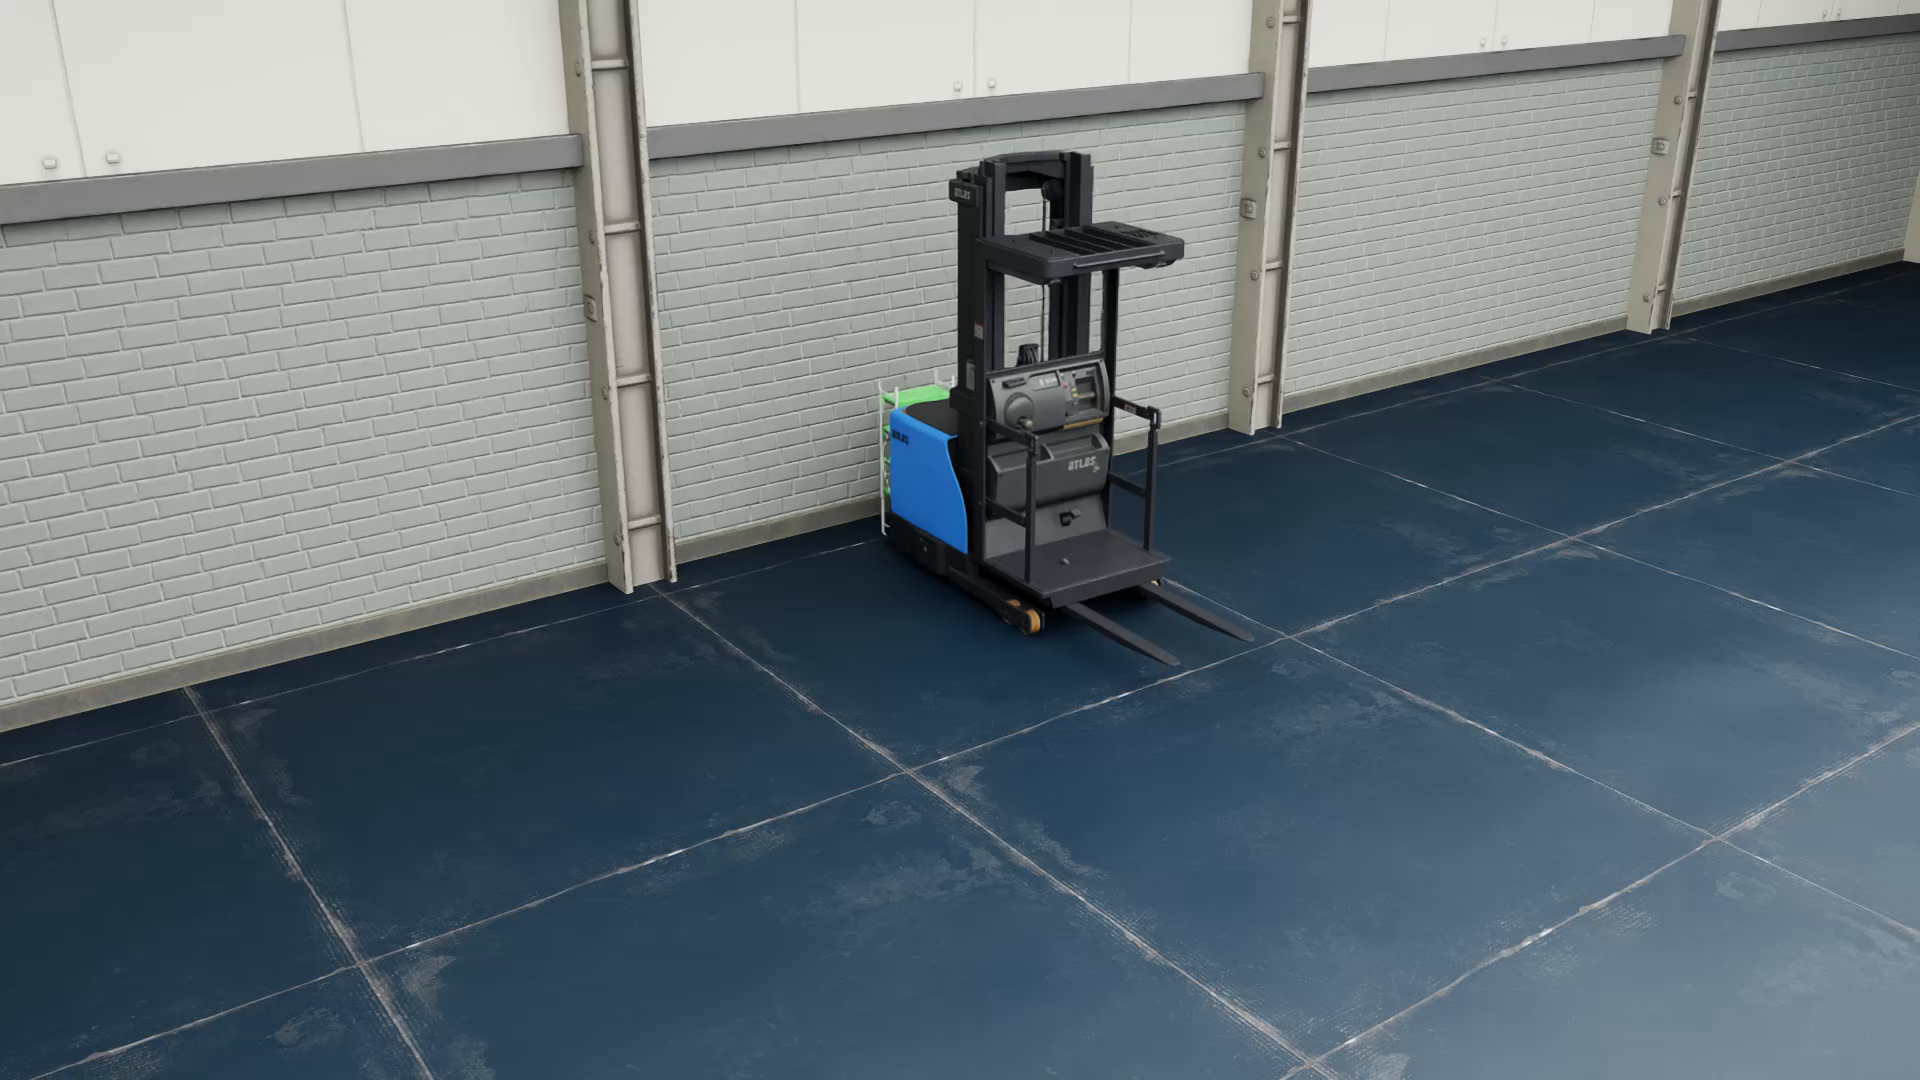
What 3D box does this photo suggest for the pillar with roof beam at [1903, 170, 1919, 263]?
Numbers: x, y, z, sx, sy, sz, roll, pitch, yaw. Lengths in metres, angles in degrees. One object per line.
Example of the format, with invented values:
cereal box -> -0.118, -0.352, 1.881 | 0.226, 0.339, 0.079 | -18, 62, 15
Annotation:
pillar with roof beam -> 14.894, -6.497, 16.537 | 0.400, 9.000, 9.100 | -15, 26, -33

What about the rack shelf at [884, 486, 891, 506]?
rack shelf -> -0.314, -0.341, 12.453 | 0.480, 0.148, 0.258 | -14, 26, -31

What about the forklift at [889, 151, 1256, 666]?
forklift -> 0.714, -0.943, 10.804 | 1.130, 2.935, 3.031 | -14, 26, -31

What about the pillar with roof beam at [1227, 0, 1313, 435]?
pillar with roof beam -> 5.153, -3.900, 10.028 | 0.400, 9.000, 9.100 | -15, 26, -33

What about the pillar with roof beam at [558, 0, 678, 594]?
pillar with roof beam -> 0.282, -2.601, 6.773 | 0.400, 9.000, 9.100 | -15, 26, -33

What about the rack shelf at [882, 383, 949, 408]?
rack shelf -> -0.314, -1.010, 12.186 | 0.480, 0.148, 0.258 | -14, 26, -31

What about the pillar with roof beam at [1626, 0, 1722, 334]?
pillar with roof beam -> 10.023, -5.199, 13.282 | 0.400, 9.000, 9.100 | -15, 26, -33

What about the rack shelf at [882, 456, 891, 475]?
rack shelf -> -0.314, -0.564, 12.364 | 0.480, 0.148, 0.258 | -14, 26, -31

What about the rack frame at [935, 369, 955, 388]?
rack frame -> -0.111, -0.674, 12.467 | 0.015, 1.200, 0.240 | -14, 26, -31

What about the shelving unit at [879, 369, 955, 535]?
shelving unit -> -0.314, -0.624, 12.340 | 0.503, 1.200, 0.258 | -14, 26, -31

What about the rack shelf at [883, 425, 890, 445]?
rack shelf -> -0.314, -0.787, 12.275 | 0.480, 0.148, 0.258 | -14, 26, -31

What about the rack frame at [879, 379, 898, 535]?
rack frame -> -0.516, -0.573, 12.214 | 0.015, 1.200, 0.240 | -14, 26, -31
